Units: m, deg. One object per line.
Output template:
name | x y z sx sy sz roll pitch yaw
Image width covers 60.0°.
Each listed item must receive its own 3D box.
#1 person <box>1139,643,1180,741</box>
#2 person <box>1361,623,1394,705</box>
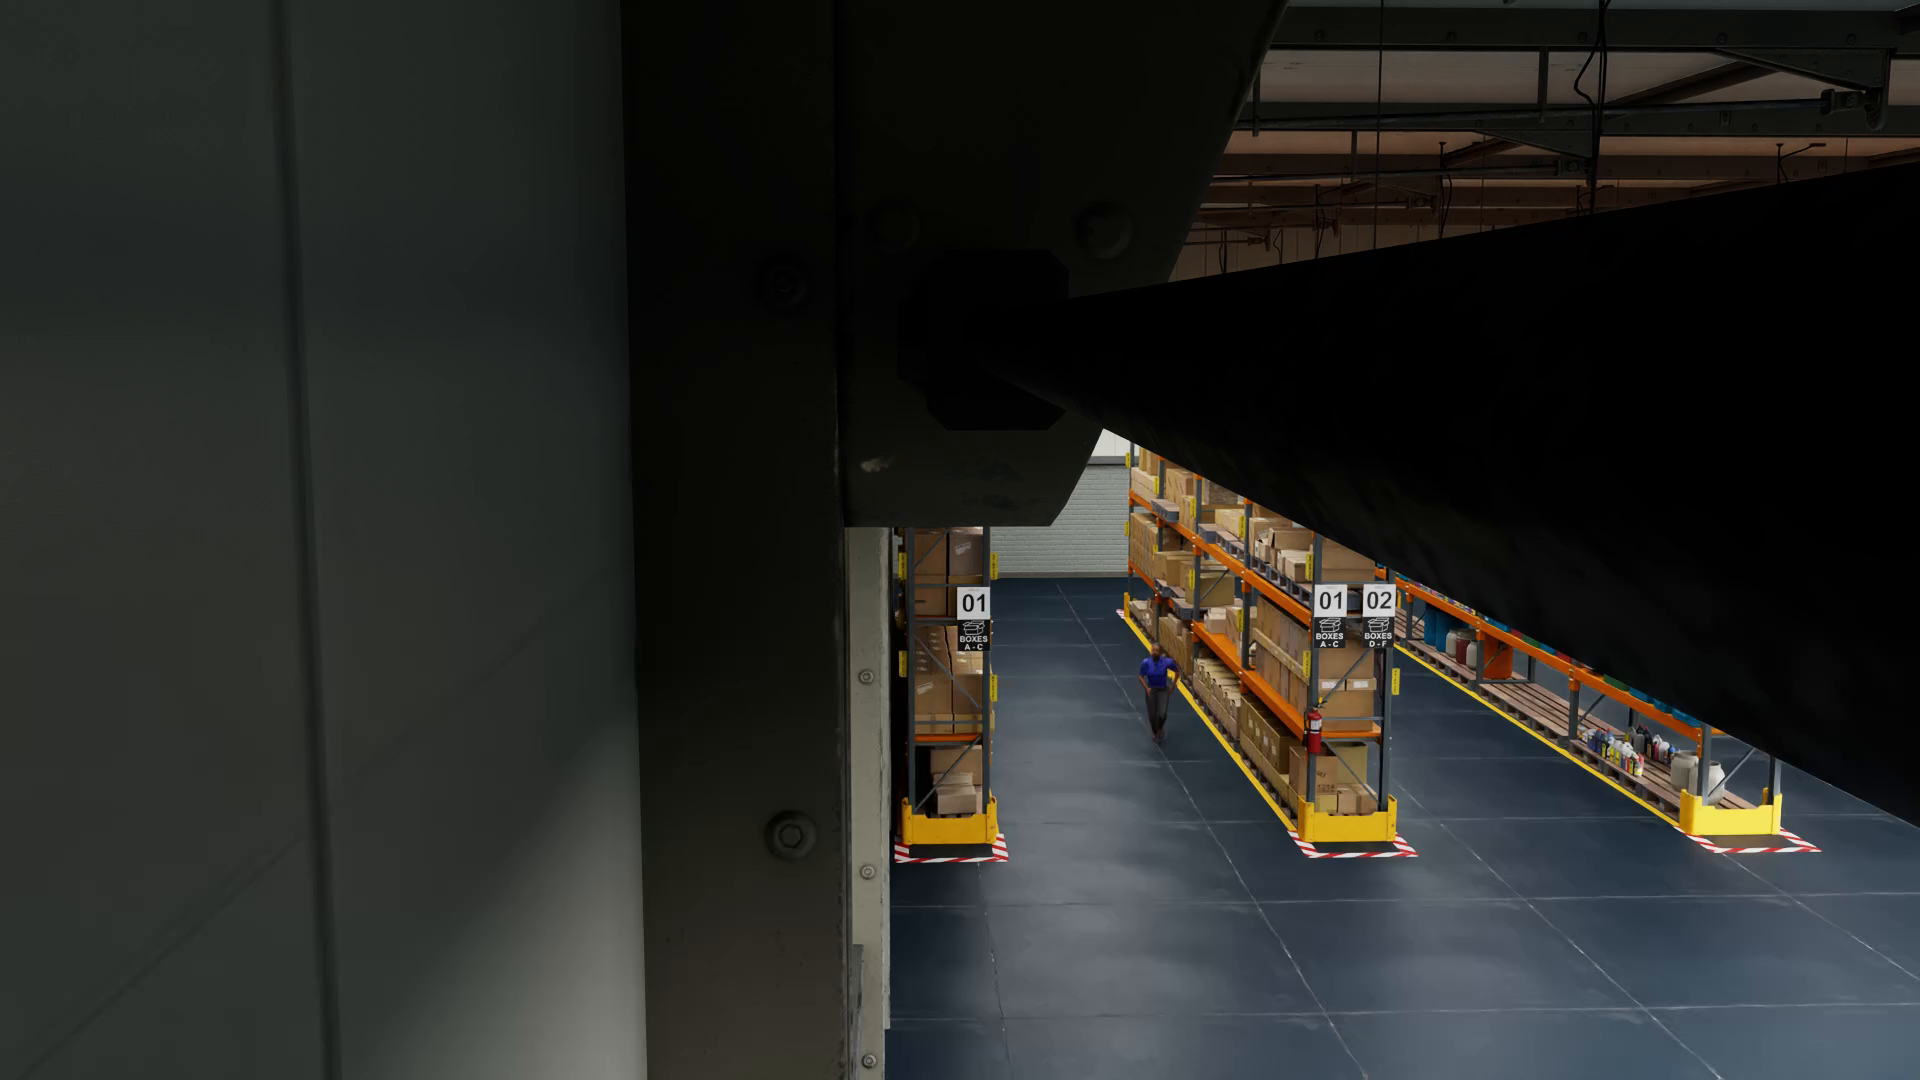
person | 3.035 2.321 25.313 0.627 1.572 0.741 1 7 8
person | 7.041 1.906 28.104 0.622 1.668 1.084 -1 7 -5
